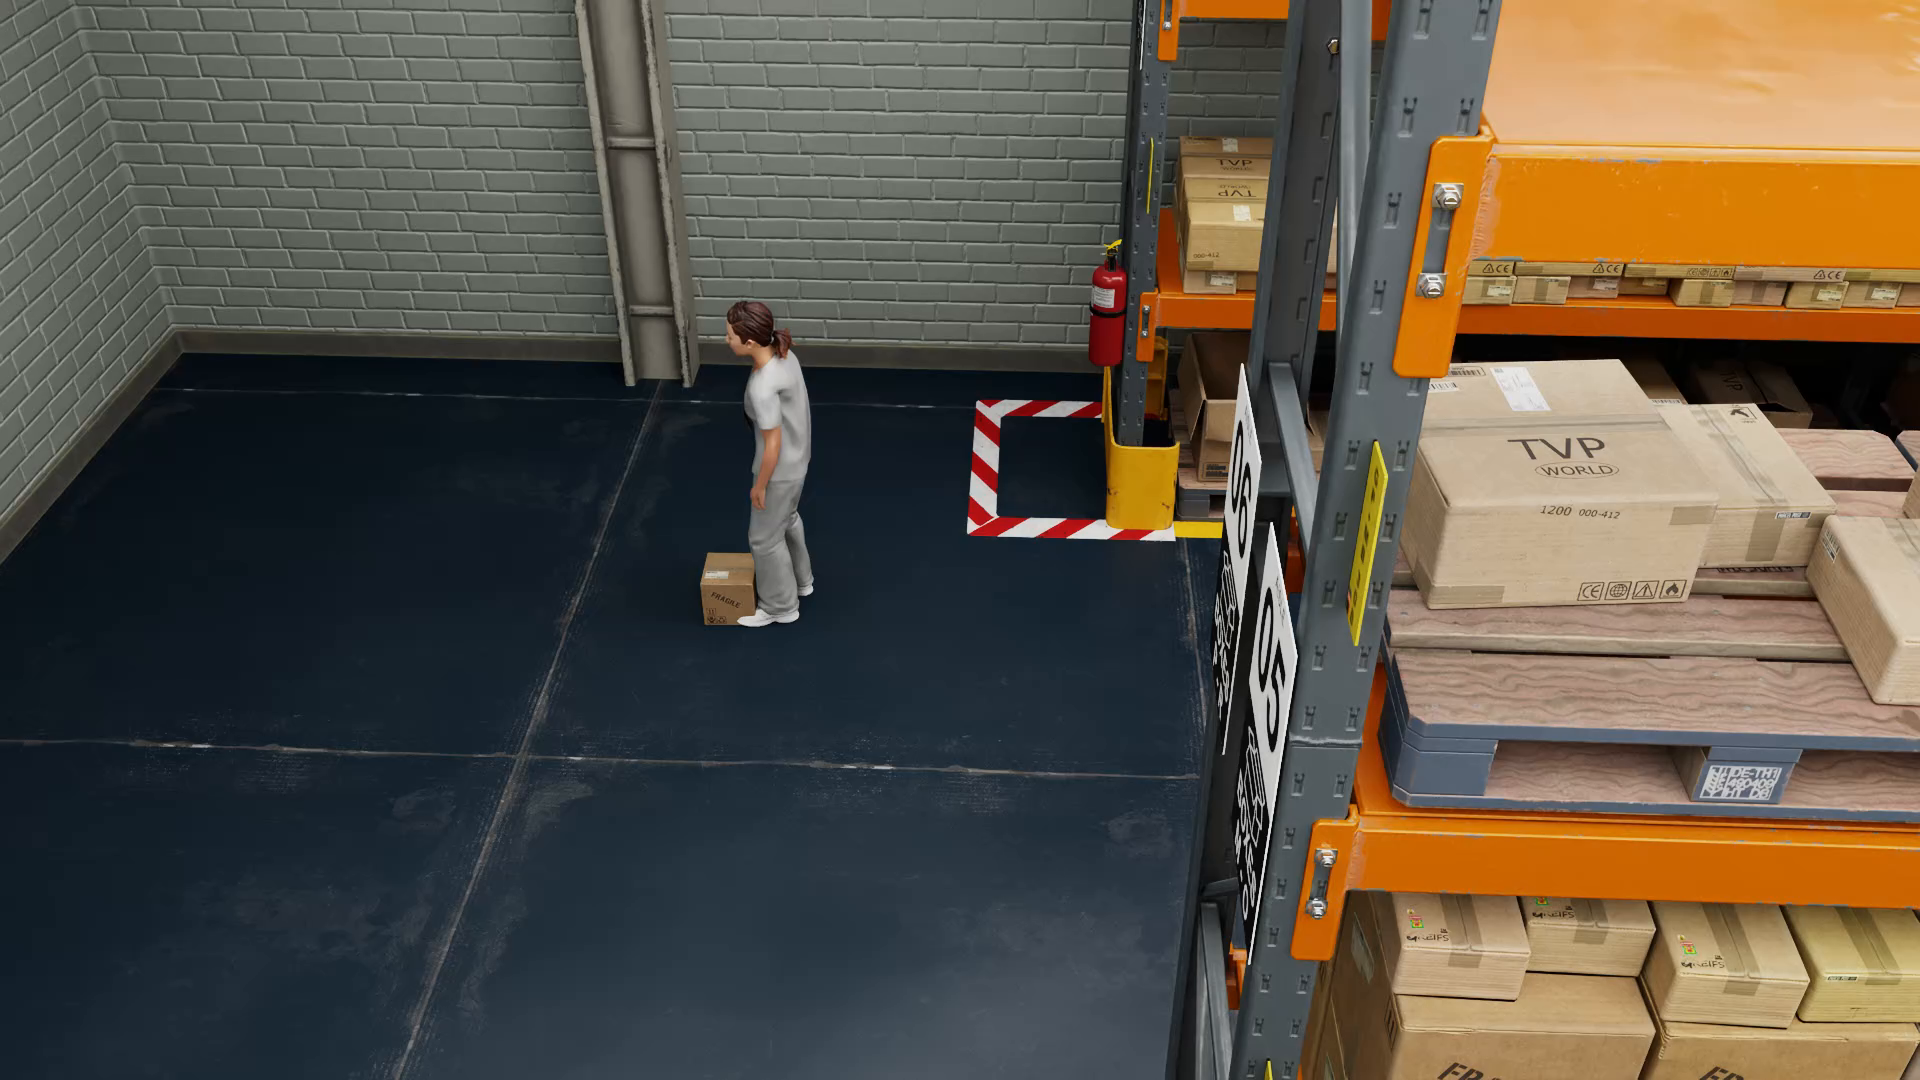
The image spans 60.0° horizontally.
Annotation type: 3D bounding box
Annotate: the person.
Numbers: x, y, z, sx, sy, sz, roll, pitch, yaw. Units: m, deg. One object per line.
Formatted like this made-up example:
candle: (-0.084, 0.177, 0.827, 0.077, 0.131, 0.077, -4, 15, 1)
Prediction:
person: (-0.875, -0.342, 7.590, 0.404, 1.673, 0.486, 2, 36, 2)
